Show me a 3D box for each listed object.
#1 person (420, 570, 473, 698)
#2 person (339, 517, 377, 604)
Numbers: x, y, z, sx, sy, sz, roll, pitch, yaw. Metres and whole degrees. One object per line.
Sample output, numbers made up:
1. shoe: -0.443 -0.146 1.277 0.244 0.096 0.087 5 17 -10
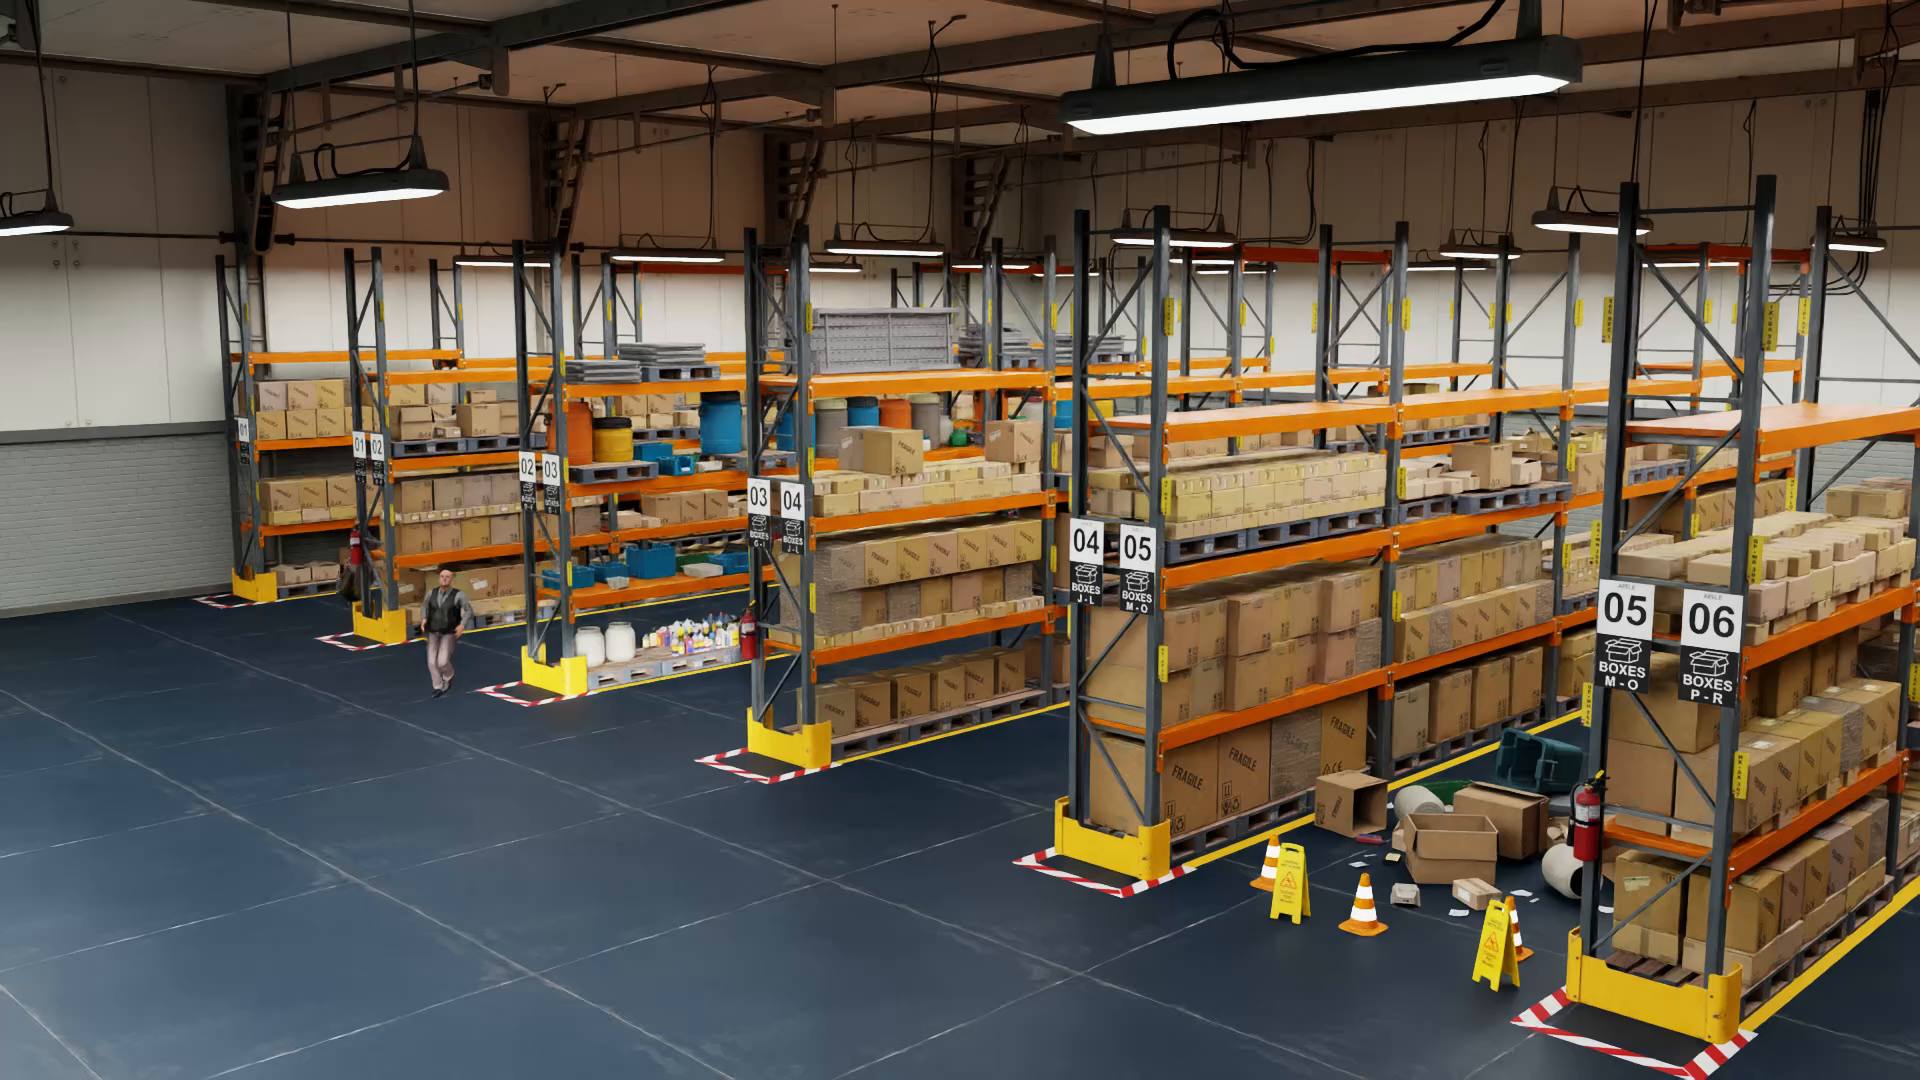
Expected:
1. person: -6.811 1.246 21.904 0.688 1.689 0.507 1 8 6
2. person: -9.794 0.482 27.044 0.681 1.727 0.629 4 9 25
